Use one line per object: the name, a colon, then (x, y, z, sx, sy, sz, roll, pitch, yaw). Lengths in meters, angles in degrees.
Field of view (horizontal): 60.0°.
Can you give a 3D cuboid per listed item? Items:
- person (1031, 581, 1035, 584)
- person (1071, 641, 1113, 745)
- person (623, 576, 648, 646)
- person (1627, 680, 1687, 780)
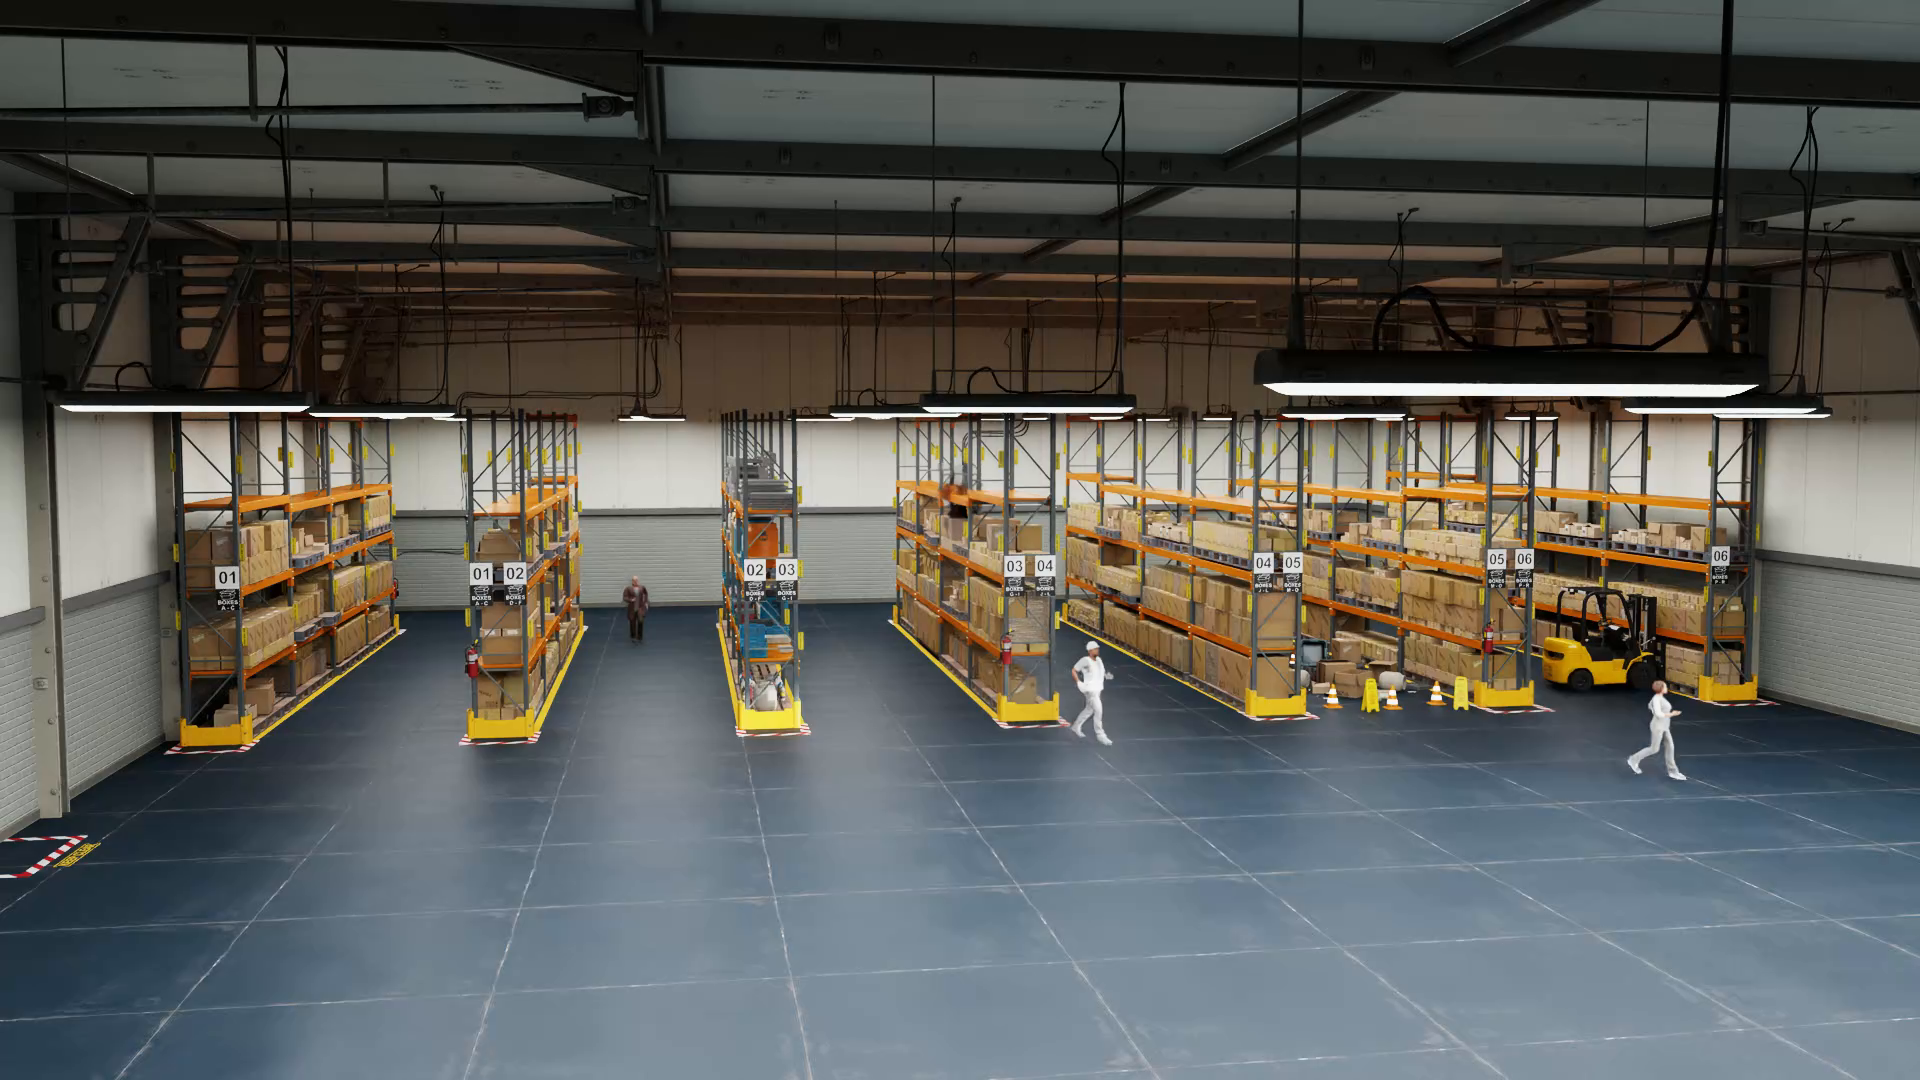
person: (1.913, 1.566, 47.594, 0.657, 1.781, 0.741, 1, 4, 12)
person: (2.378, 2.722, 29.895, 0.914, 1.810, 0.679, 2, 5, 32)
person: (-8.392, 1.848, 43.027, 0.668, 1.825, 0.907, -1, 4, -16)
person: (11.239, 3.041, 26.754, 0.894, 1.580, 0.539, 3, 5, 35)
